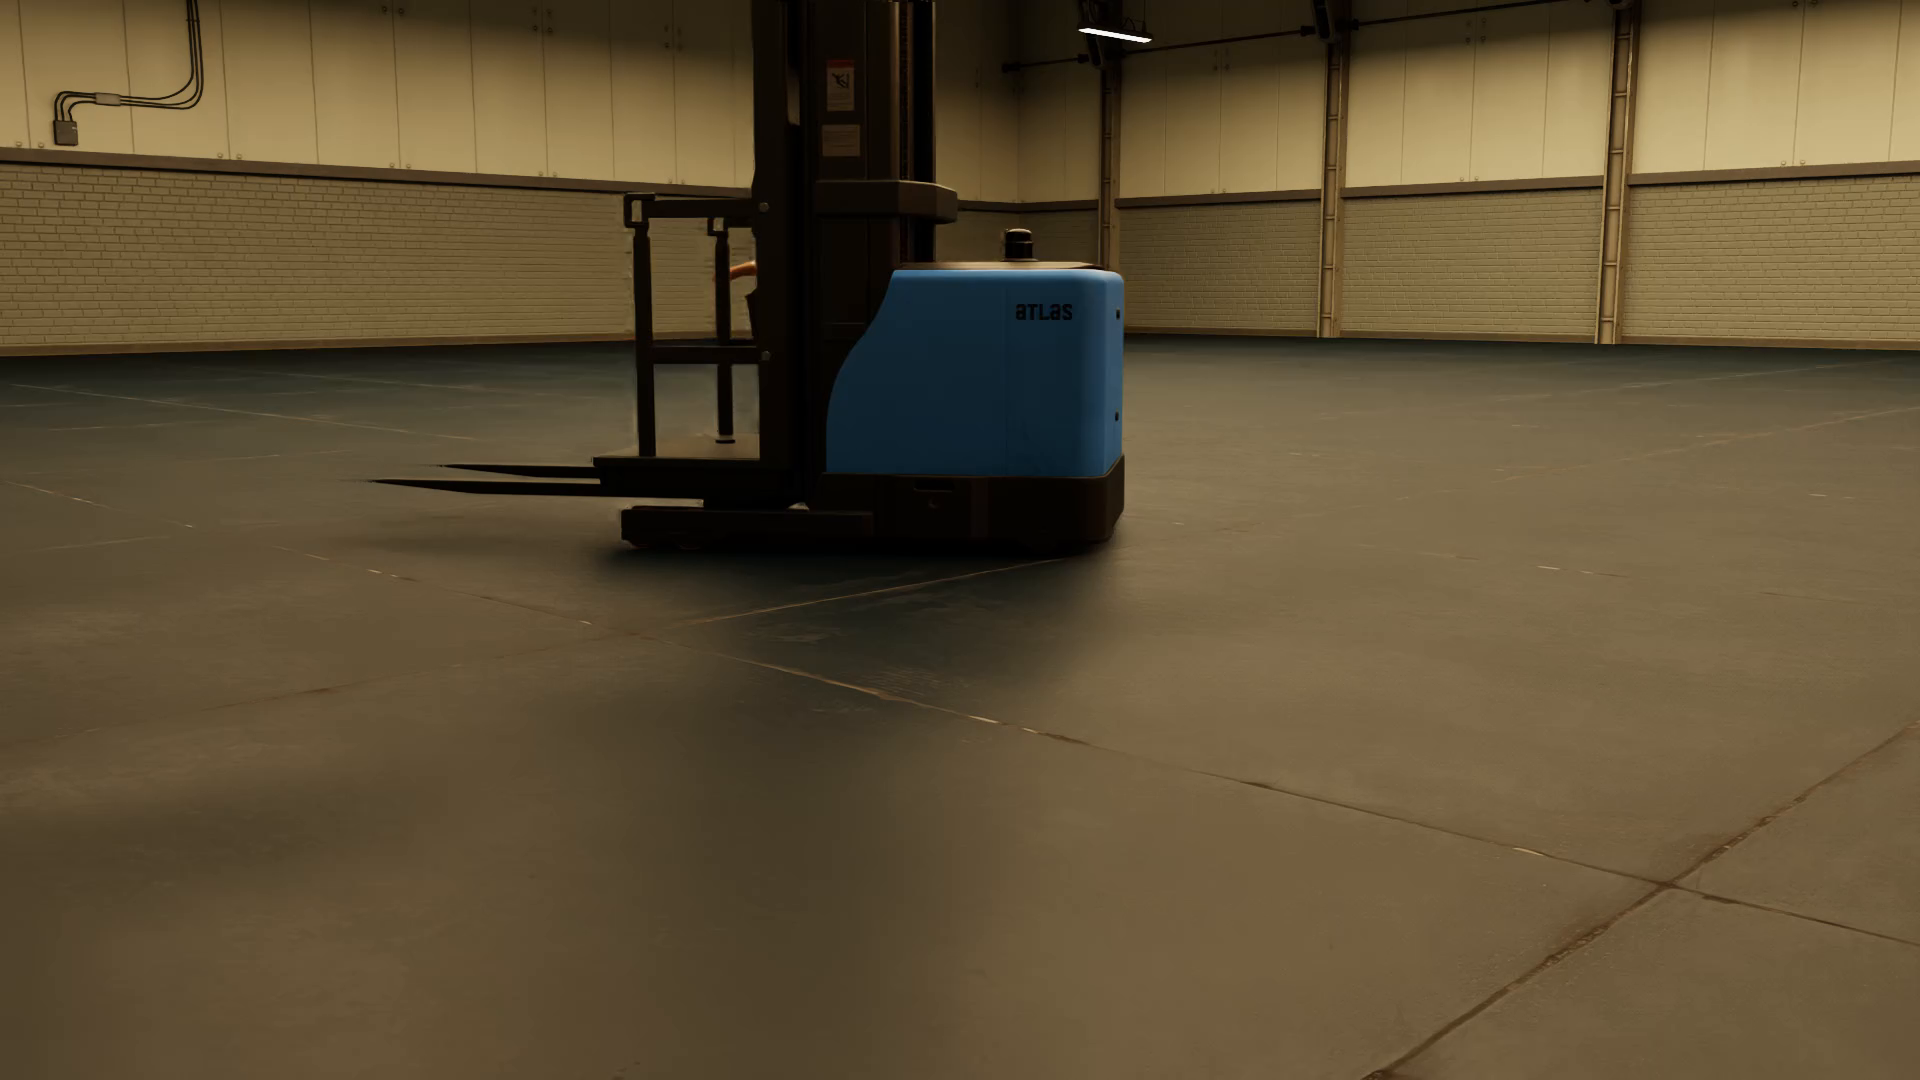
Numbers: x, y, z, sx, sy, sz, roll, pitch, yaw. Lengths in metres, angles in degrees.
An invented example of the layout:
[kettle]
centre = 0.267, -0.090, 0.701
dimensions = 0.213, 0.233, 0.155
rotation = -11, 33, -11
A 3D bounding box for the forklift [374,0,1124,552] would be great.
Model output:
[forklift]
centre = -0.867, -1.484, 6.728
dimensions = 3.031, 2.935, 1.130
rotation = 1, 9, 10

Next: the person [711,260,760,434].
[person]
centre = -0.682, -0.859, 8.033
dimensions = 1.240, 1.320, 0.863
rotation = -6, 11, -36
